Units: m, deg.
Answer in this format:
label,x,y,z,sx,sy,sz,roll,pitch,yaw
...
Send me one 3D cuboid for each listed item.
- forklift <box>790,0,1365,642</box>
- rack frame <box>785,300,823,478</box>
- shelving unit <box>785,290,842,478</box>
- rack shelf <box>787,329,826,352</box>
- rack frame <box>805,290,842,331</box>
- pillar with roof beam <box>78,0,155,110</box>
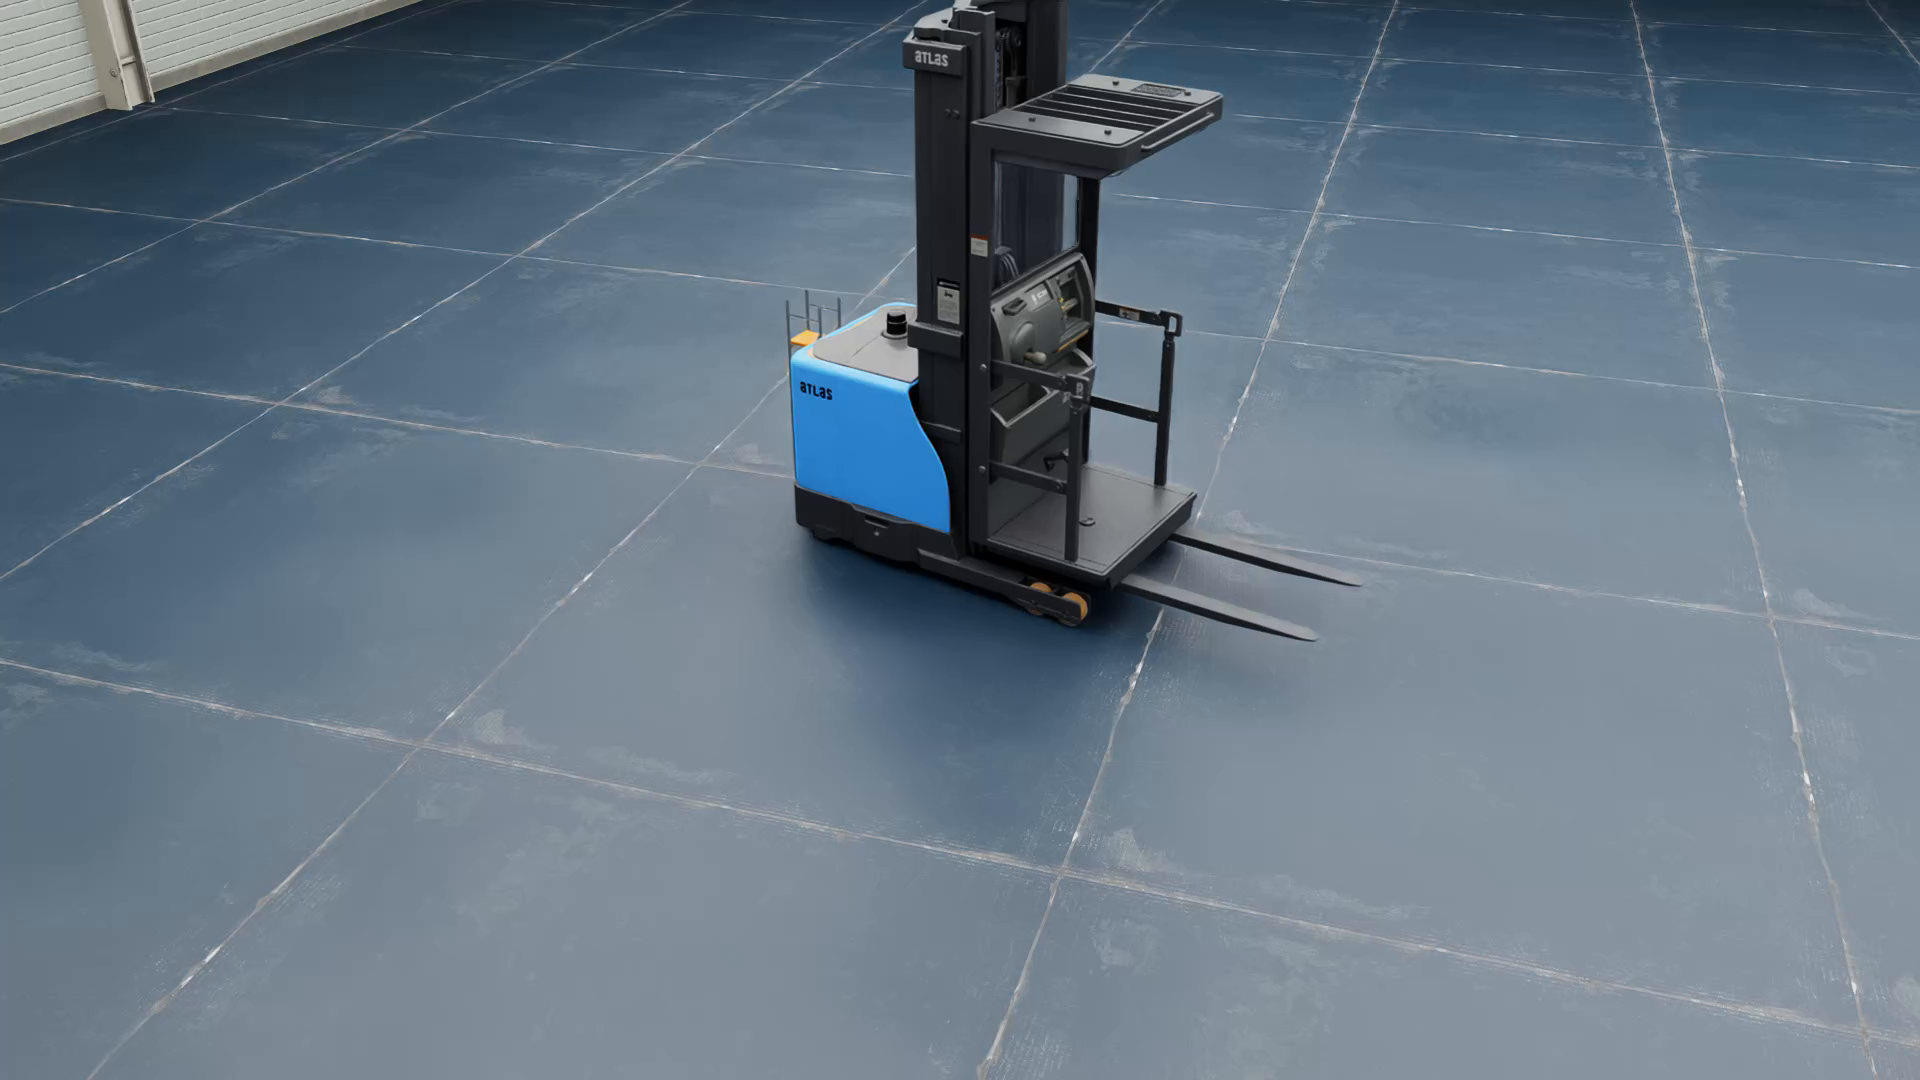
label,x,y,z,sx,sy,sz,roll,pitch,yaw
forklift,0.599,-1.138,8.280,3.031,2.935,1.130,17,33,28
rack frame,-0.859,-0.768,9.397,0.240,1.200,0.006,16,33,27
shelving unit,-0.811,-0.806,9.465,0.258,1.200,0.189,16,33,27
rack shelf,-0.811,-1.082,9.312,0.258,0.103,0.180,16,33,27
rack frame,-0.764,-0.844,9.533,0.240,1.200,0.006,16,33,27
pillar with roof beam,-4.603,-7.893,14.181,9.100,9.000,0.400,8,30,15
